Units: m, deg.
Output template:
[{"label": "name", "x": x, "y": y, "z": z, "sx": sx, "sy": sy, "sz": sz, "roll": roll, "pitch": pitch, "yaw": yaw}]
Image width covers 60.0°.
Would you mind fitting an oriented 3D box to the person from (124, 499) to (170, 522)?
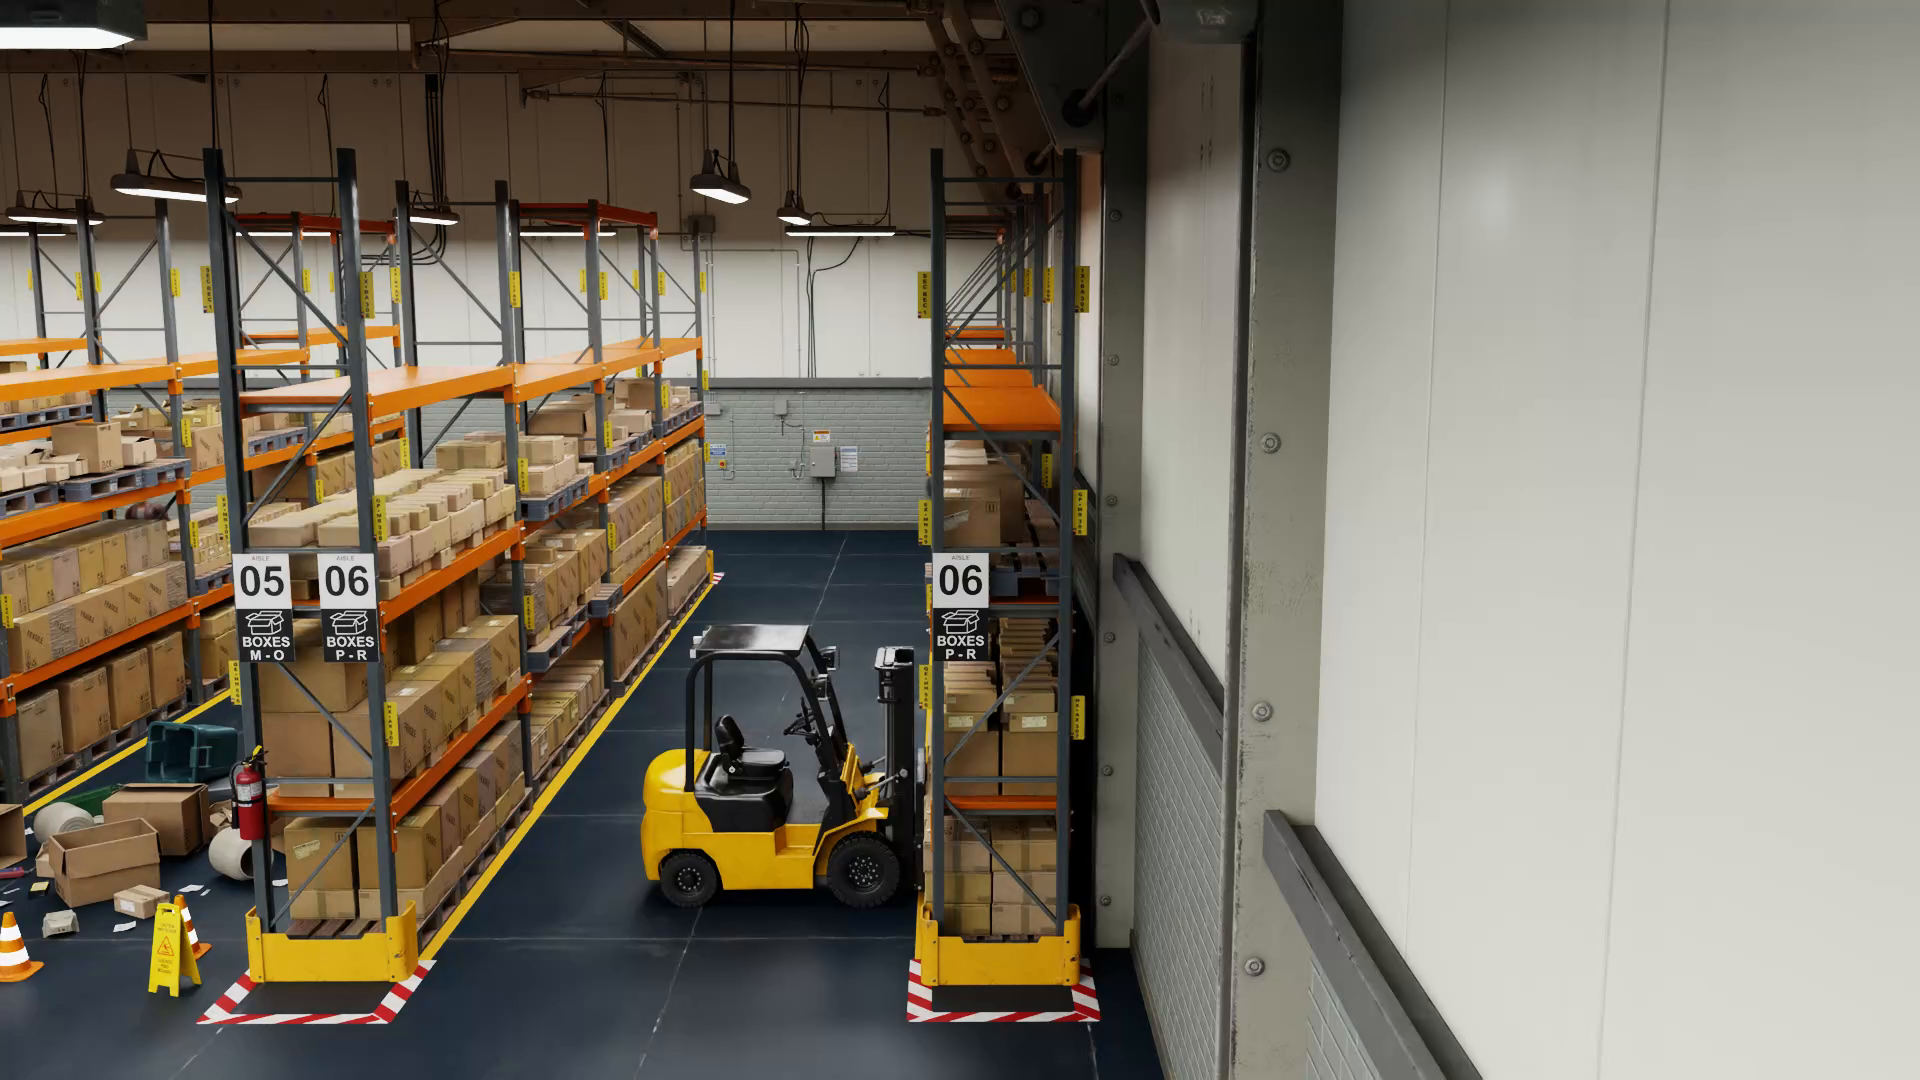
[{"label": "person", "x": -13.109, "y": 0.035, "z": 26.787, "sx": 0.719, "sy": 1.745, "sz": 0.641, "roll": 0, "pitch": 9, "yaw": -2}]
